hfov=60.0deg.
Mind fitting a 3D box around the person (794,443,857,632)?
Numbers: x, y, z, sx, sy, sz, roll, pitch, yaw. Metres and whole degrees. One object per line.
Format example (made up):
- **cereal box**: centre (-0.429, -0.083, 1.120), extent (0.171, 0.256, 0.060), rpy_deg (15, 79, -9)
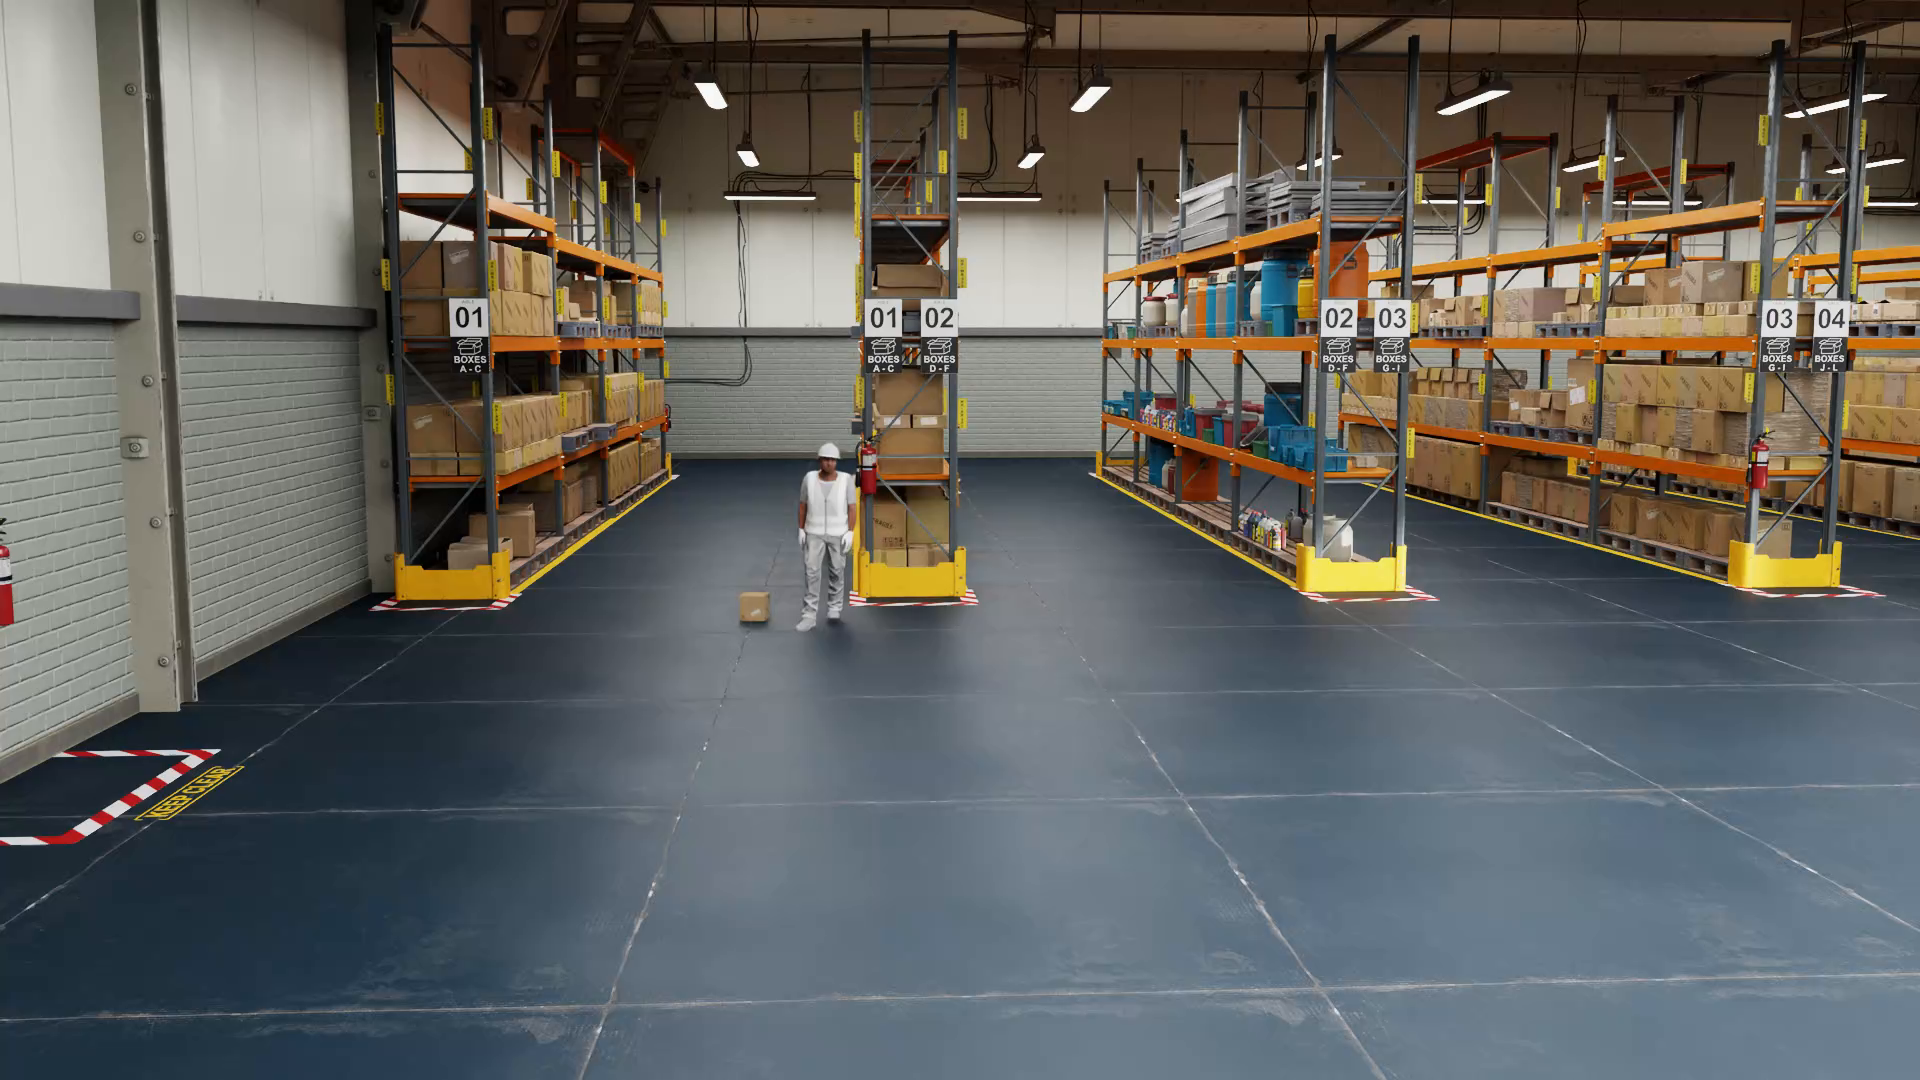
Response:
- **person**: centre (-1.290, -0.049, 16.011), extent (0.608, 1.769, 0.829), rpy_deg (0, 7, -4)
